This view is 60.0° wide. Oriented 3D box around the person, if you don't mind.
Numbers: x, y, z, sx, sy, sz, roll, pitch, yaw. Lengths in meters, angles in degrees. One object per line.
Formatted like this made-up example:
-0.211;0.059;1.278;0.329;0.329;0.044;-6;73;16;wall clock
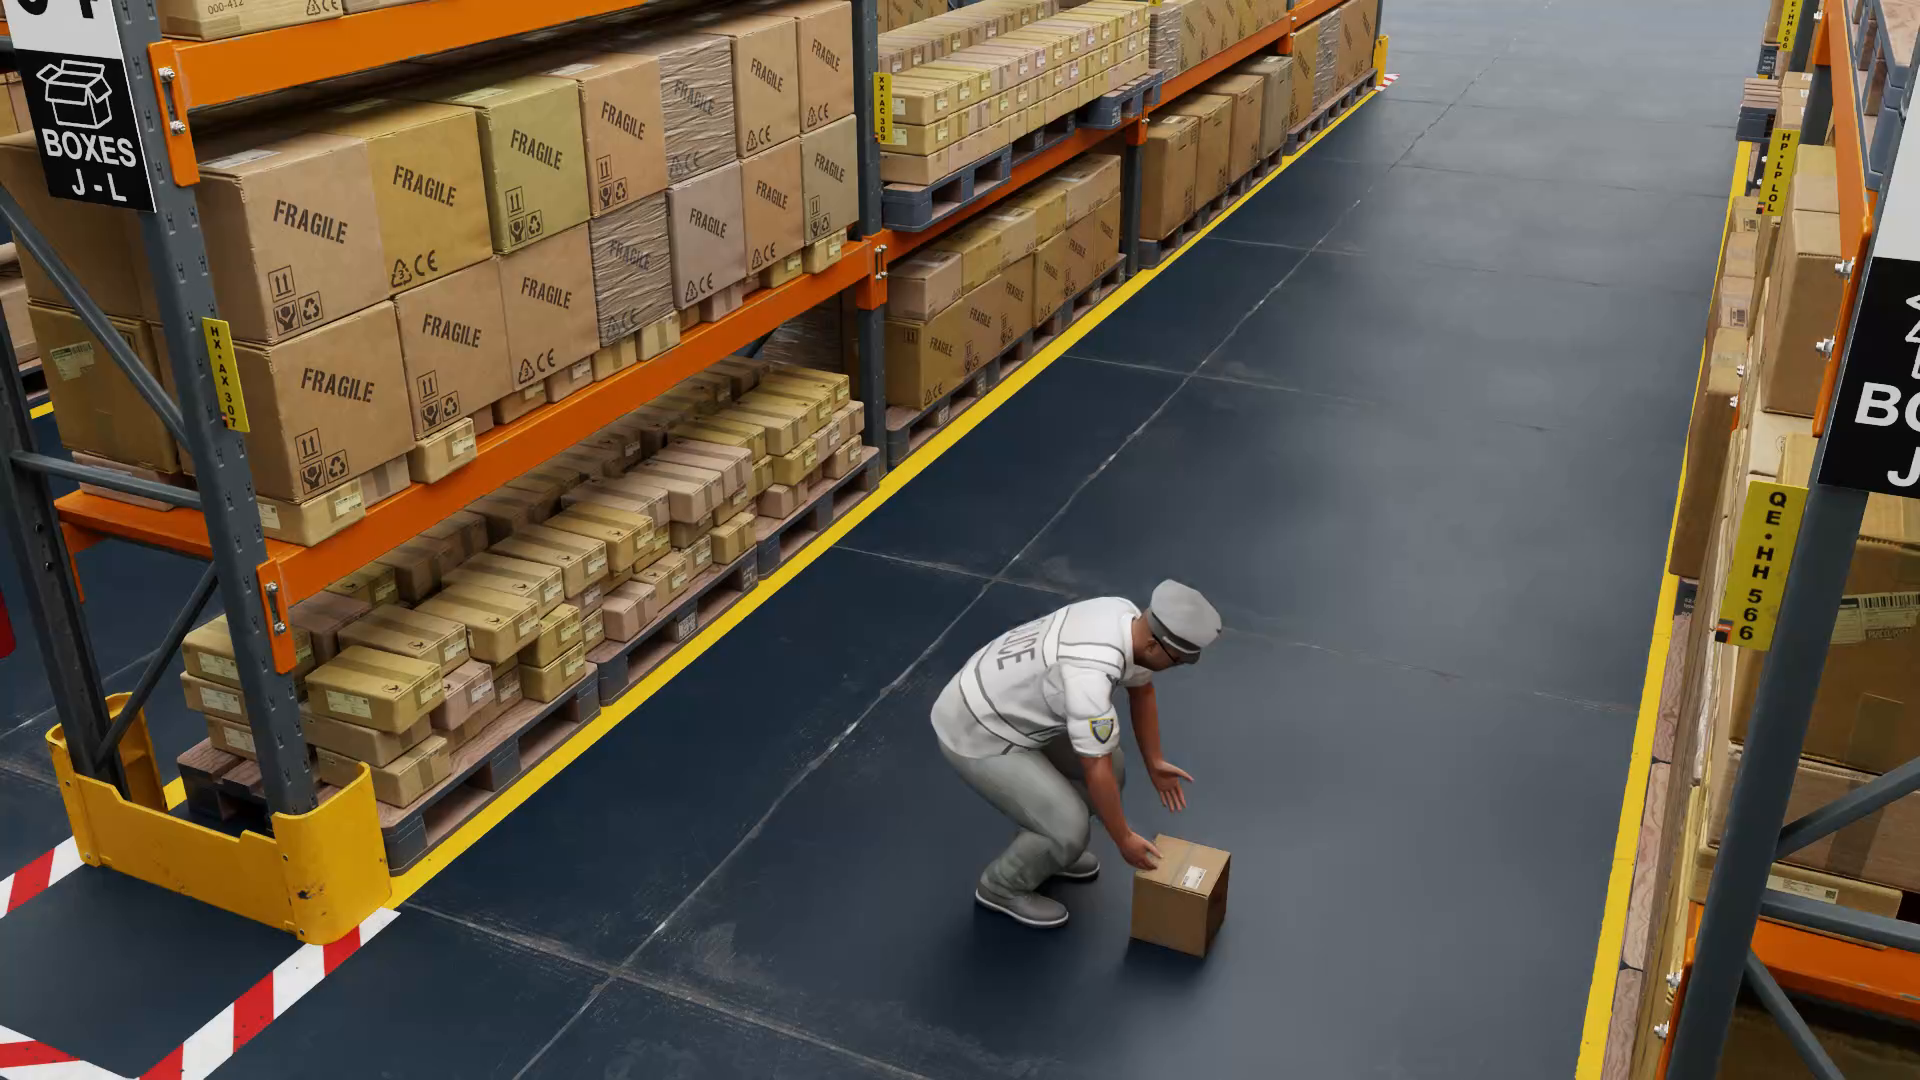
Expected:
0.387;0.701;5.417;0.929;1.099;0.572;11;28;22;person
